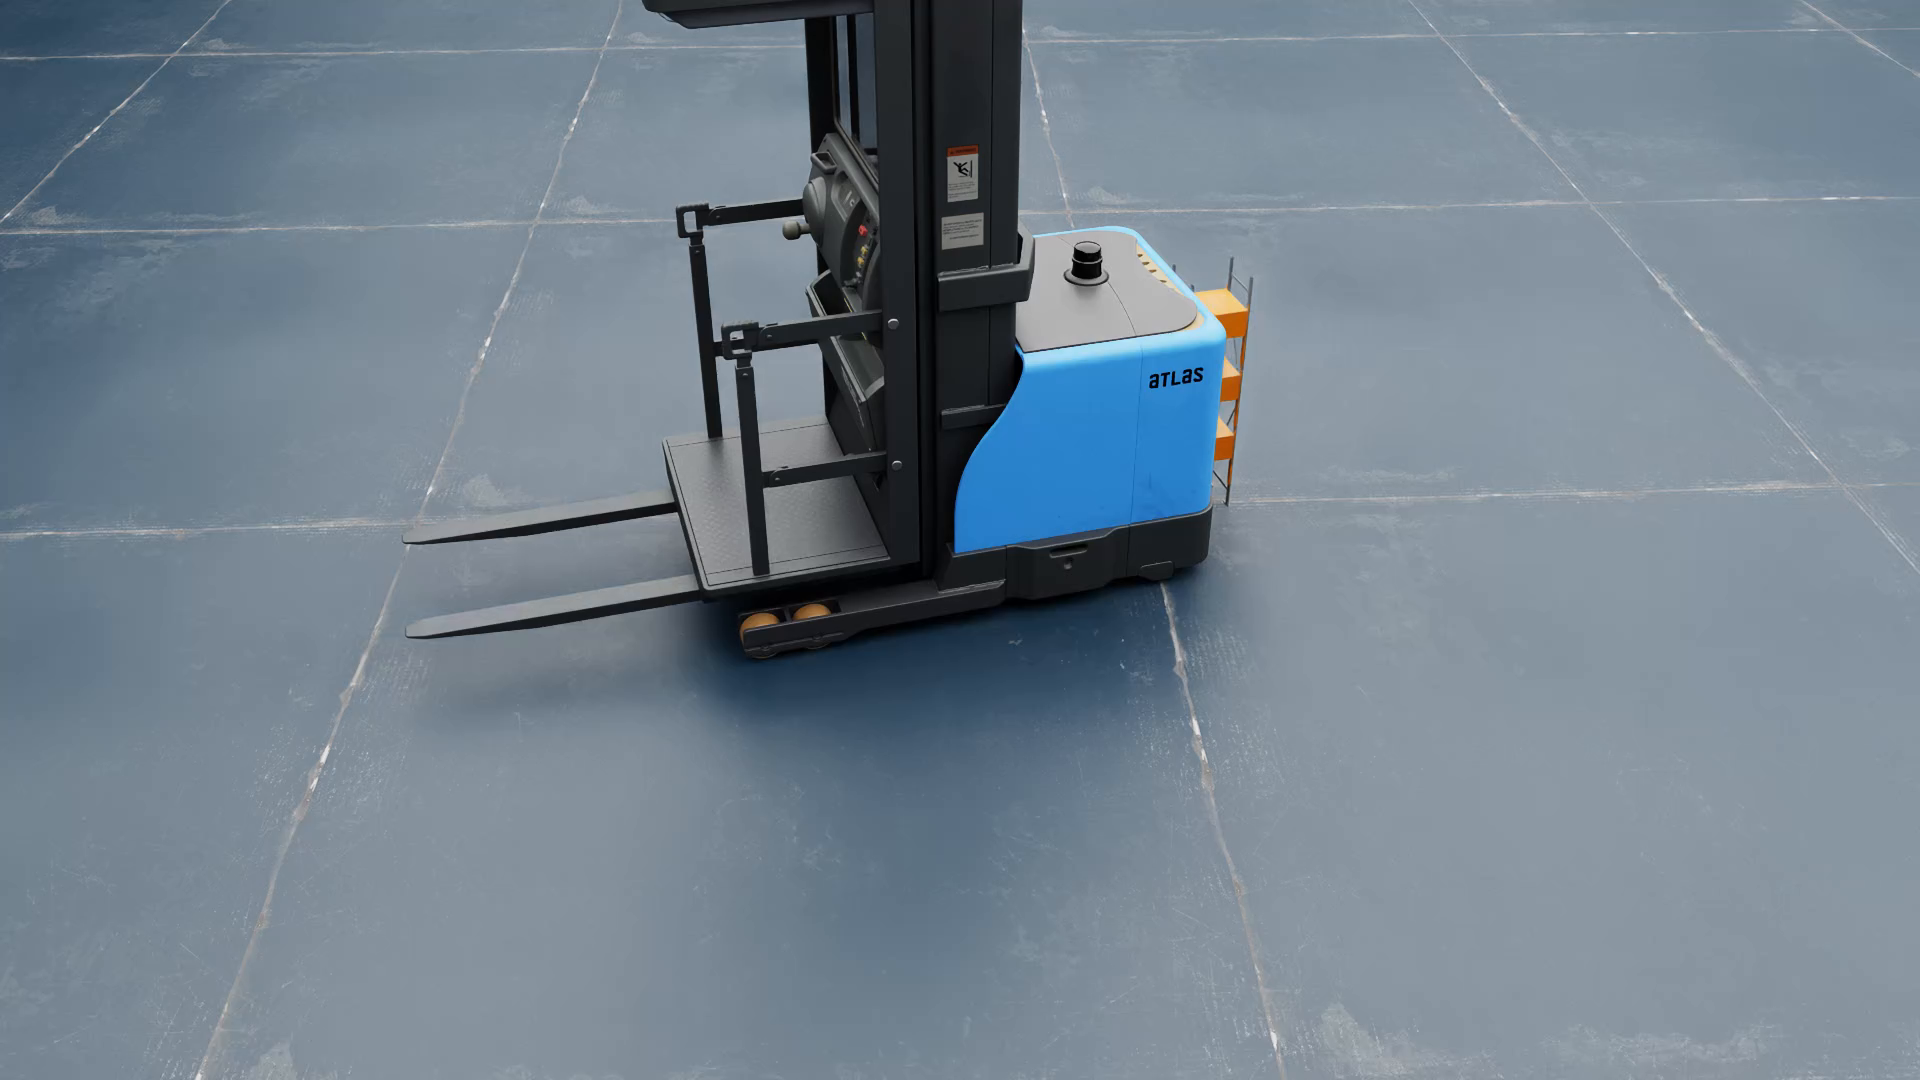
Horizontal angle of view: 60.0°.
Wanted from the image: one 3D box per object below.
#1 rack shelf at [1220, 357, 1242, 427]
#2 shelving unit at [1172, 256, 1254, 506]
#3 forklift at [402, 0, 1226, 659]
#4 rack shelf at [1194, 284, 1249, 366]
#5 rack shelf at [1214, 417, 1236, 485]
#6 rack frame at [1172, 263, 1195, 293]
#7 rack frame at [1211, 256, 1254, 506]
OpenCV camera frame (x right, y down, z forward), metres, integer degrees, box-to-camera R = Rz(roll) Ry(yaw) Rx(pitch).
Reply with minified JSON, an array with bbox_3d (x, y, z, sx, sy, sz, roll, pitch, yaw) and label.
[{"bbox_3d":[0.974,-0.599,6.712,0.240,0.259,0.215,-10,36,-13],"label":"rack shelf"},{"bbox_3d":[0.974,-0.608,6.706,0.252,1.050,0.215,-10,36,-13],"label":"shelving unit"},{"bbox_3d":[-0.597,-1.105,5.771,3.031,2.935,1.130,-10,36,-13],"label":"forklift"},{"bbox_3d":[0.974,-0.833,6.551,0.240,0.259,0.215,-10,36,-13],"label":"rack shelf"},{"bbox_3d":[0.974,-0.371,6.870,0.240,0.259,0.215,-10,36,-13],"label":"rack shelf"},{"bbox_3d":[0.857,-0.588,6.678,0.008,1.050,0.200,-10,36,-13],"label":"rack frame"},{"bbox_3d":[1.091,-0.628,6.734,0.008,1.050,0.200,-10,36,-13],"label":"rack frame"}]
